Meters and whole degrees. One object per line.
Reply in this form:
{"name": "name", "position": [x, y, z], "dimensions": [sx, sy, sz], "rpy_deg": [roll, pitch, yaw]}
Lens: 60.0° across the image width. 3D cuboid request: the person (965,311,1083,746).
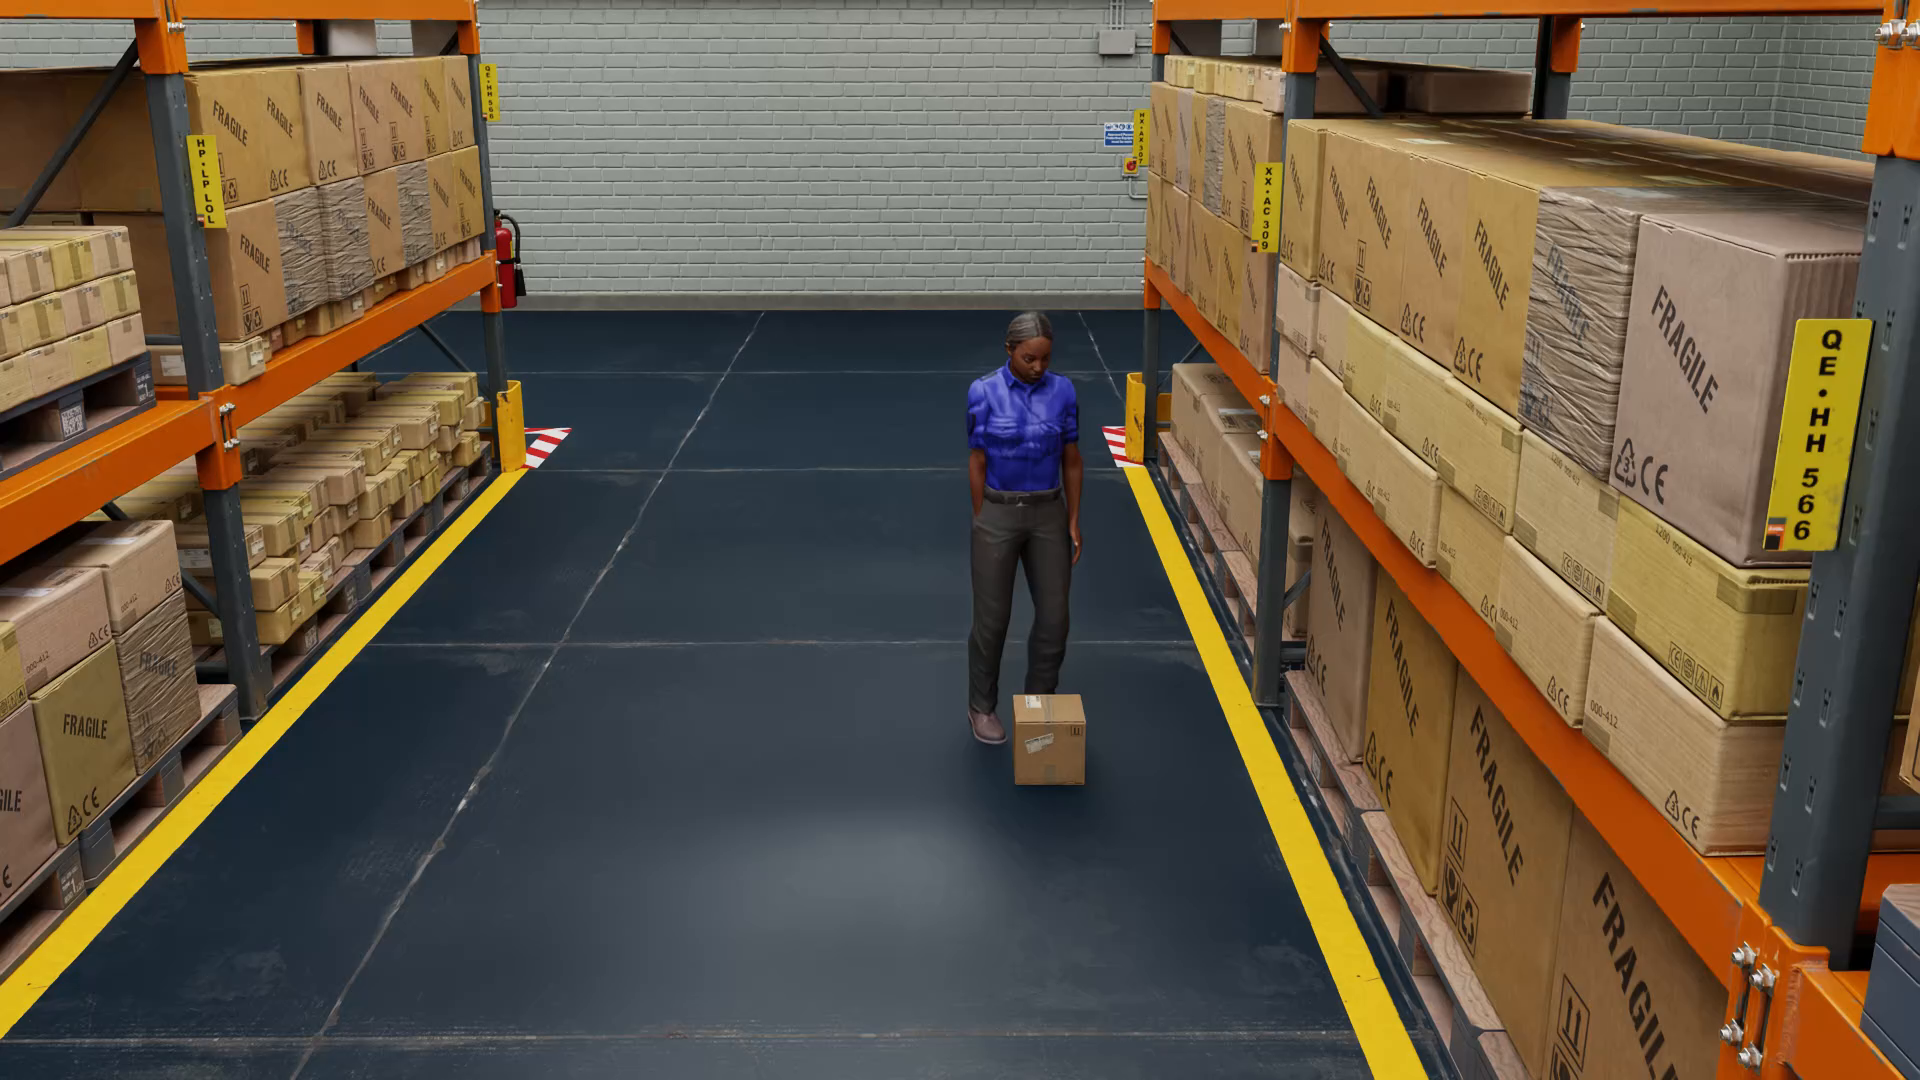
{"name": "person", "position": [0.246, -0.047, 6.253], "dimensions": [0.443, 1.647, 0.315], "rpy_deg": [-4, 18, -13]}
